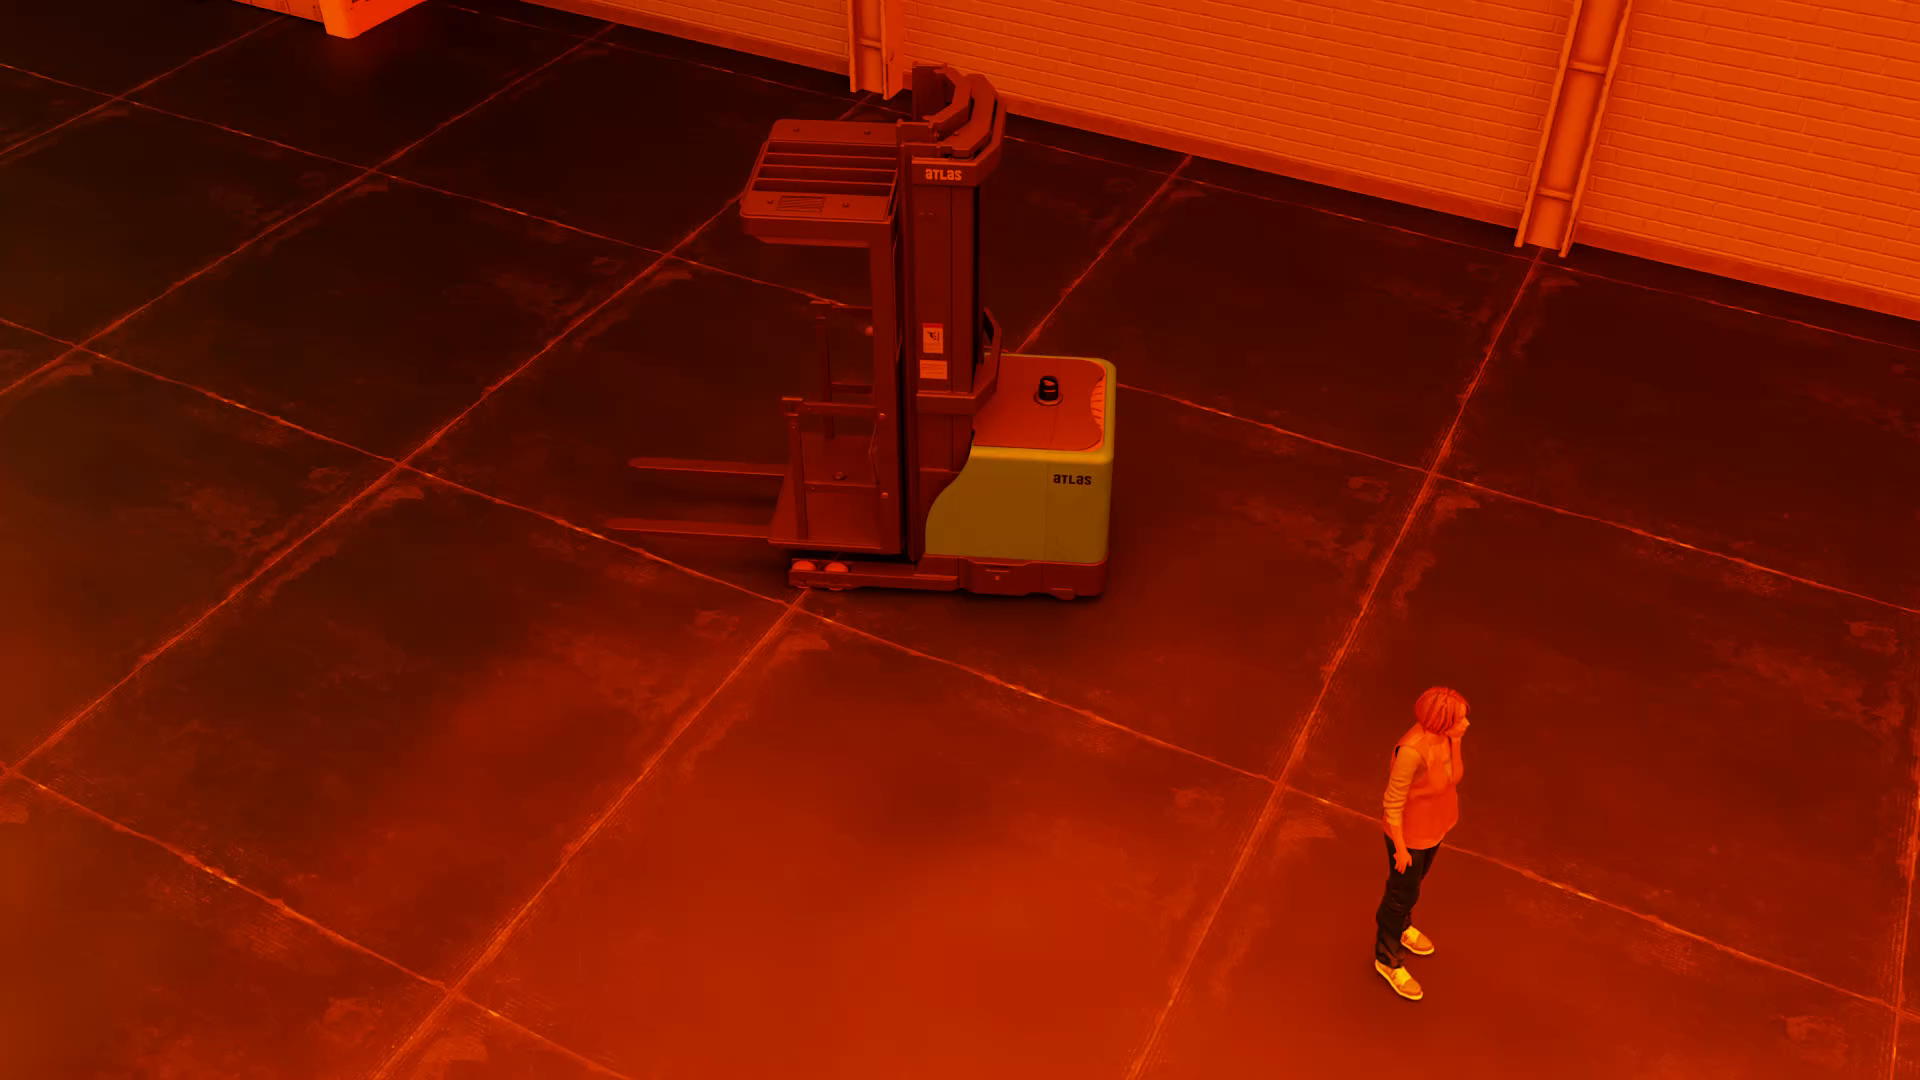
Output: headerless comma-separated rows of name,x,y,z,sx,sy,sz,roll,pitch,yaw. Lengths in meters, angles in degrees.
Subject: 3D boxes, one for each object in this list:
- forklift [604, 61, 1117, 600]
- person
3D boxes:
forklift,-0.606,-1.157,9.360,3.031,2.935,1.130,3,40,4
person,2.112,1.323,7.442,0.472,1.599,0.517,31,49,32
